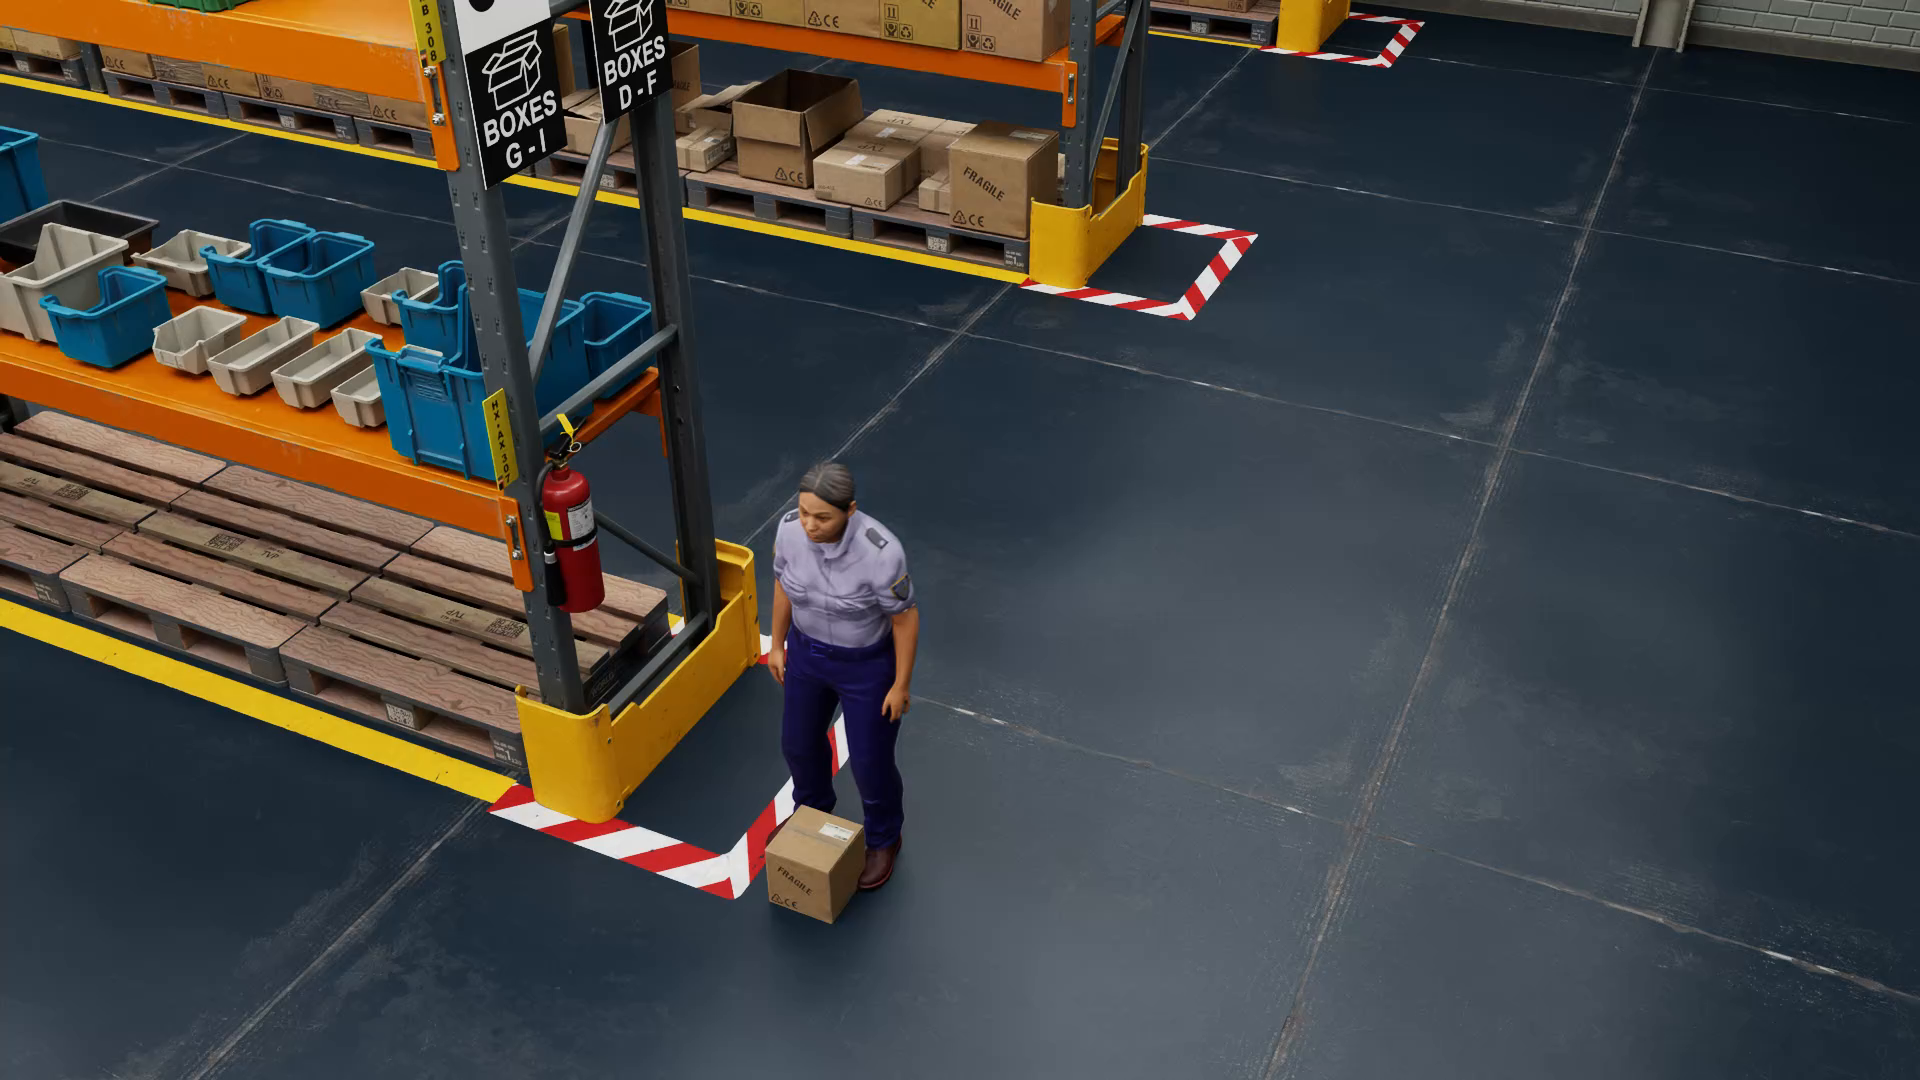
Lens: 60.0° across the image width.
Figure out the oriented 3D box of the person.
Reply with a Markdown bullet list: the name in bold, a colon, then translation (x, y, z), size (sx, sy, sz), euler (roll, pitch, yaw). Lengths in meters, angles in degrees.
- **person**: translation (-0.396, 0.423, 5.533), size (0.551, 1.637, 0.367), euler (16, 37, 22)
